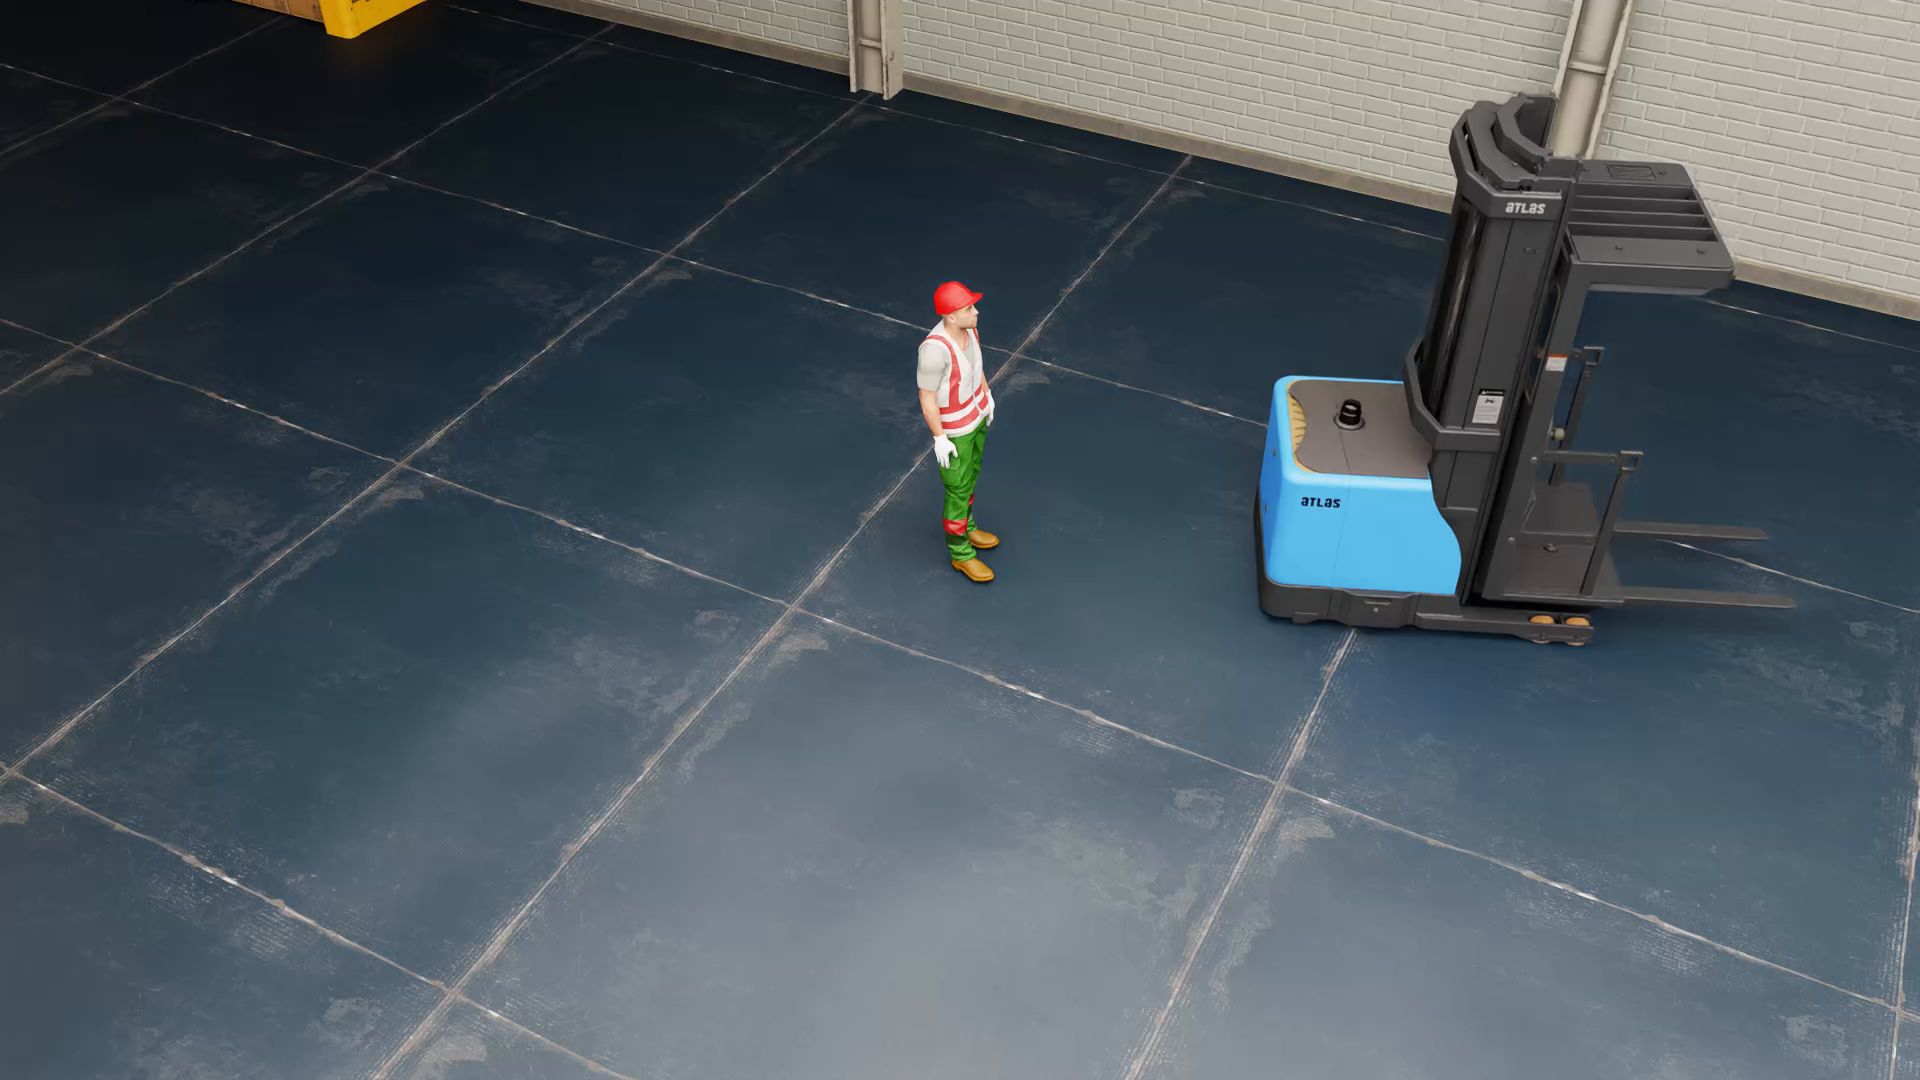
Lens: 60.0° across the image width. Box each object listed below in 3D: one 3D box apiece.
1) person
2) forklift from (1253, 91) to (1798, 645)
[{"bbox_3d":[0.067,-0.660,9.645,0.562,1.789,0.638,18,43,21],"label":"person"},{"bbox_3d":[3.296,-0.876,9.027,3.031,2.935,1.130,3,40,4],"label":"forklift"}]
